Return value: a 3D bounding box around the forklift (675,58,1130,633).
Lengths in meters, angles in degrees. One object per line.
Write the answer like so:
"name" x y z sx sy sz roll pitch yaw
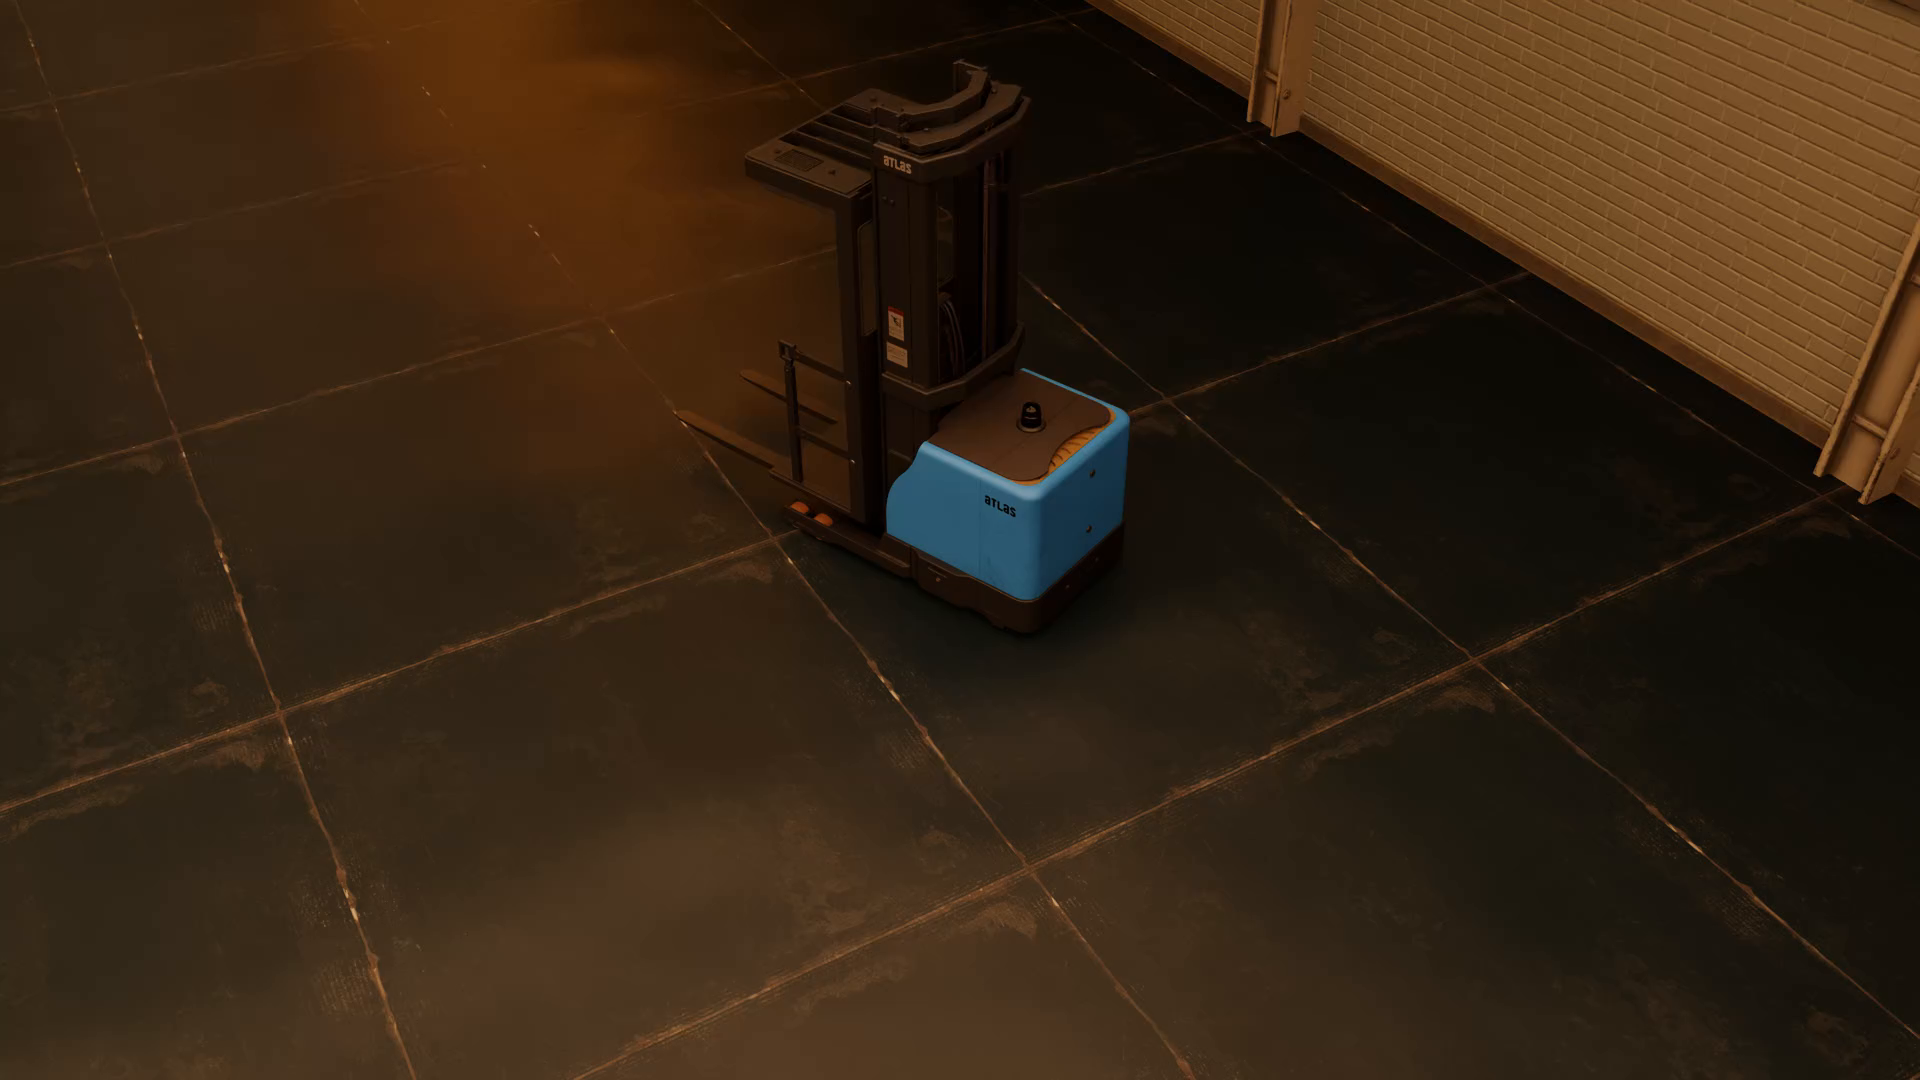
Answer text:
"forklift" -0.481 -1.366 9.683 3.031 2.935 1.130 26 46 28
